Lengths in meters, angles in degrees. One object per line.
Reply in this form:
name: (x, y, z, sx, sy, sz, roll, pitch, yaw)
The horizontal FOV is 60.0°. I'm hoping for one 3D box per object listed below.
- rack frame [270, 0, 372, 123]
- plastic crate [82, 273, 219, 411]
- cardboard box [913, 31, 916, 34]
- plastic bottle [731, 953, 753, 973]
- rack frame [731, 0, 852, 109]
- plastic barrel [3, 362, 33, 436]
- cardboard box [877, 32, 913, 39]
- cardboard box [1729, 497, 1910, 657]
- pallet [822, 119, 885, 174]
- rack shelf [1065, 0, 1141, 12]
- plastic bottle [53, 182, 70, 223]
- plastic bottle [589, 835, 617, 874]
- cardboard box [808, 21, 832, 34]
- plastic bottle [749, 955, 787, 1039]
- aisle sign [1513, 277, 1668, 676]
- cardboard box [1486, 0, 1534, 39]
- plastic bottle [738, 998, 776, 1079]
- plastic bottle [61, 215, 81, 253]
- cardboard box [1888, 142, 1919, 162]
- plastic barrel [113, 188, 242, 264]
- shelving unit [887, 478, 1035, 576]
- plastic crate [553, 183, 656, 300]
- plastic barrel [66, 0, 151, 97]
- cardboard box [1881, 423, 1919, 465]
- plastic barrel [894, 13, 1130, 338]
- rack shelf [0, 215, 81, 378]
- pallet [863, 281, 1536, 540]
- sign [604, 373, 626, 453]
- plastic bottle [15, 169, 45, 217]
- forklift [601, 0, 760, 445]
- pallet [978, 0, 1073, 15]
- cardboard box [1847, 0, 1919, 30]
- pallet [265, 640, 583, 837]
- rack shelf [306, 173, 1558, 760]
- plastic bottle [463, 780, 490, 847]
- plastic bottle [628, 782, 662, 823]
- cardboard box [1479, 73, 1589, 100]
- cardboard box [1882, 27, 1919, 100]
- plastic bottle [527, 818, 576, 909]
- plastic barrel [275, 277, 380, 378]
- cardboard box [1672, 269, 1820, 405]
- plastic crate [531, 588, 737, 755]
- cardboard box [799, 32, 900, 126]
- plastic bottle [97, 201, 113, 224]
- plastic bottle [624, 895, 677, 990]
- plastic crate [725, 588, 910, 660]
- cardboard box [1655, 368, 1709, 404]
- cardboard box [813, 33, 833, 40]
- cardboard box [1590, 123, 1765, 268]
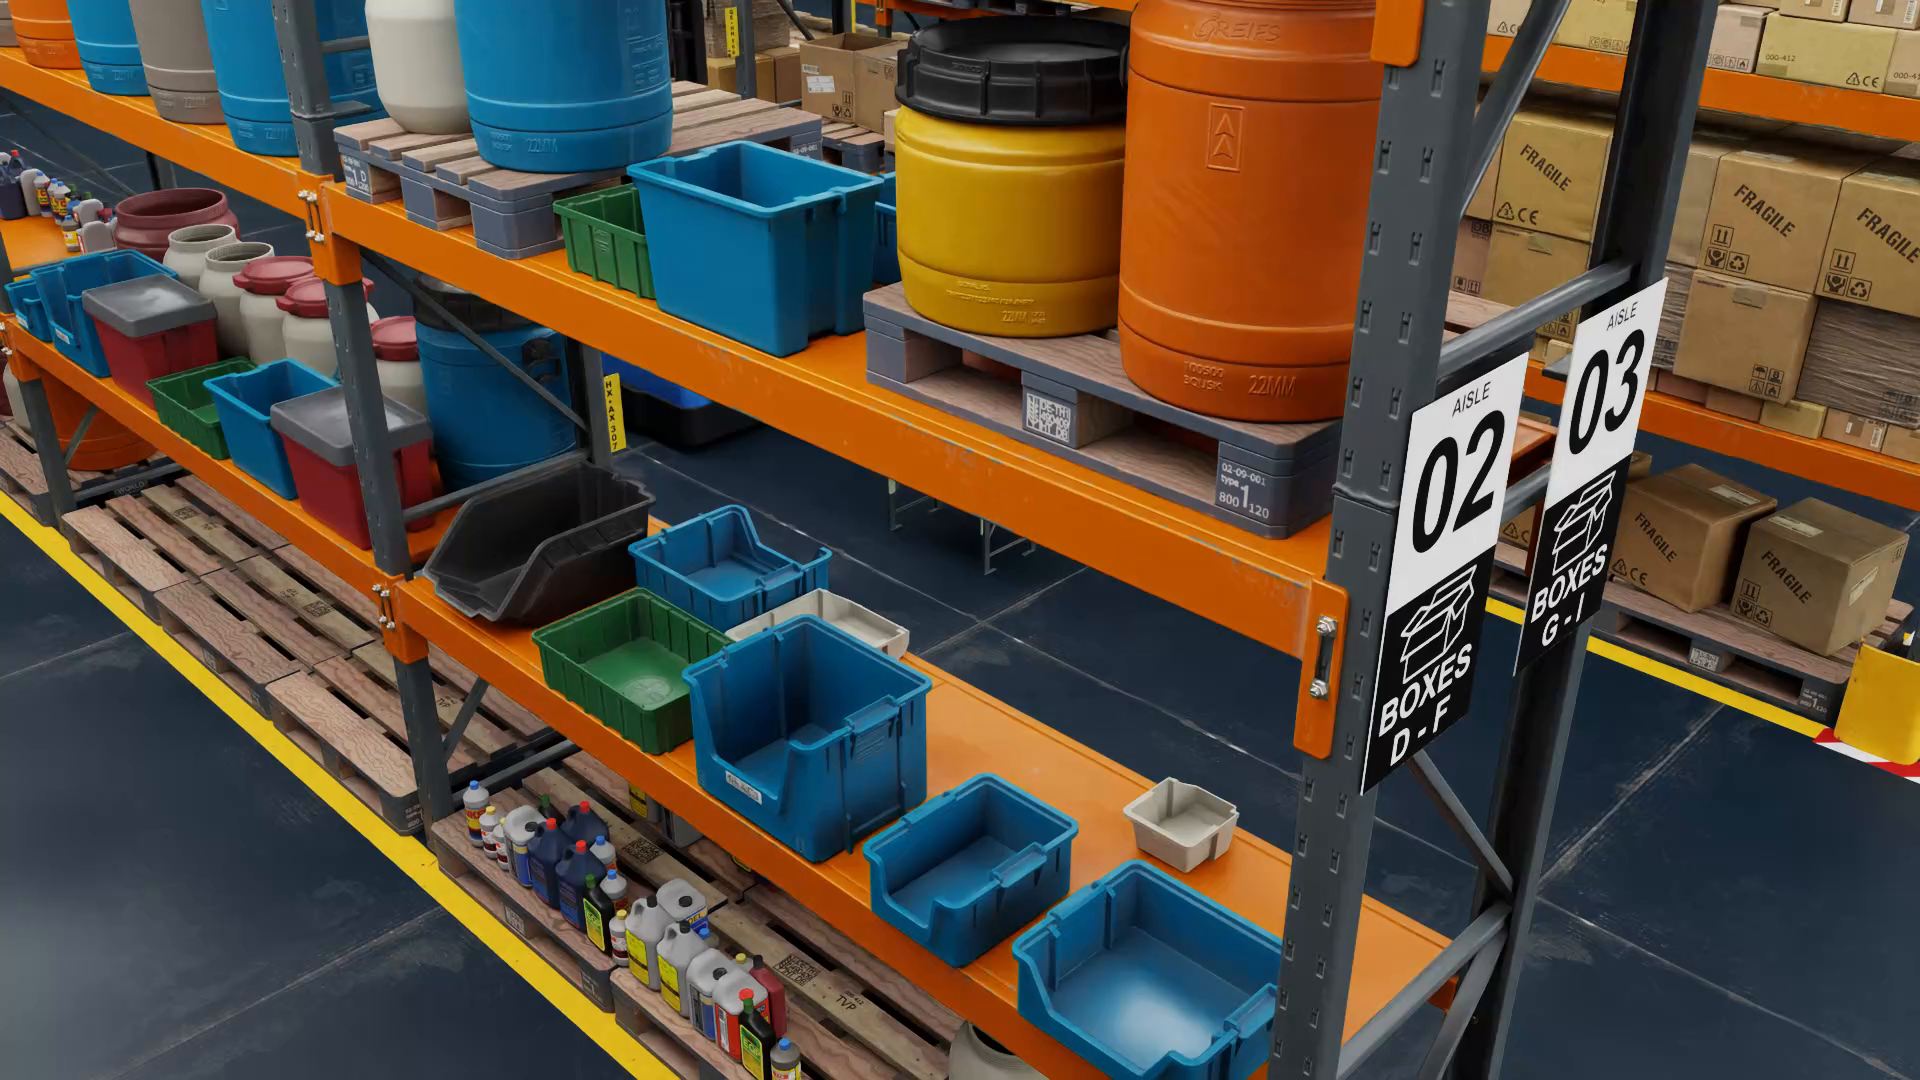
rack frame: (-1.795, -2.861, 5.022, 0.127, 3.000, 1.000, 25, 36, 38)
plastic crate: (-3.710, -0.910, 7.690, 0.583, 0.464, 0.402, 25, 36, 38)
cardboard box: (-0.136, -5.155, 17.260, 0.500, 0.250, 0.500, 23, 35, 36)
plastic bottle: (-0.745, 1.505, 5.698, 0.097, 0.201, 0.097, 0, 28, 0)
rack frame: (-1.175, -3.155, 12.026, 0.127, 3.000, 1.000, 25, 36, 38)
plastic barrel: (-5.474, -0.904, 9.968, 0.421, 0.512, 0.421, 0, 28, 0)
cardboard box: (-0.733, -5.551, 18.556, 0.380, 0.149, 0.250, -23, 36, -37)
cardboard box: (4.096, 0.167, 7.944, 0.500, 0.500, 0.500, -18, 33, -30)
pallet: (-0.592, -2.873, 11.696, 1.003, 0.211, 1.213, 25, 36, 38)
rack shelf: (0.251, -3.511, 10.255, 4.000, 0.370, 1.077, 25, 36, 38)
plastic bottle: (-5.382, -2.019, 10.005, 0.097, 0.271, 0.097, 0, 28, 0)
plastic bottle: (-1.322, 1.215, 6.174, 0.097, 0.271, 0.097, 0, 28, 0)
cardboard box: (-1.526, -5.866, 19.156, 0.250, 0.149, 0.380, 23, 35, 36)
plastic bottle: (-0.646, 1.526, 5.570, 0.133, 0.283, 0.061, 25, 36, 38)
aisle sign: (1.314, -0.125, 3.471, 0.004, 0.787, 0.394, 25, 36, 38)
cardboard box: (2.546, -2.542, 7.800, 0.500, 0.250, 0.500, 23, 35, 36)
plastic bottle: (-0.656, 1.621, 5.390, 0.061, 0.283, 0.133, -24, 36, -38)
plastic bottle: (-5.133, -1.775, 9.616, 0.097, 0.201, 0.097, 0, 28, 0)
cardboard box: (4.328, -1.433, 7.250, 0.500, 0.500, 0.500, 25, 36, 38)
plastic barrel: (-4.104, -1.520, 8.772, 0.708, 0.536, 0.600, 25, 36, 38)
shelving unit: (0.005, -0.662, 8.897, 0.755, 1.500, 0.431, 25, 36, 38)
plastic crate: (-0.861, -0.834, 4.619, 0.450, 0.188, 0.336, 25, 36, 38)
plastic barrel: (-3.243, -2.276, 6.594, 0.708, 0.901, 0.600, 25, 36, 38)
cardboard box: (4.182, -0.458, 7.167, 0.250, 0.149, 0.380, 25, 36, 38)
plastic barrel: (0.155, -0.827, 3.724, 0.600, 0.588, 0.600, 0, 28, 0)
rack shelf: (-6.074, -1.845, 10.309, 4.000, 0.370, 1.077, 25, 36, 38)
pallet: (0.536, -0.447, 3.857, 1.213, 0.211, 1.003, 25, 36, 38)
sign: (-1.402, -0.507, 6.694, 0.005, 0.325, 0.100, 25, 36, 38)
plastic bottle: (-5.718, -2.157, 10.262, 0.135, 0.276, 0.152, 25, 36, 38)
forklift: (-2.359, -2.461, 10.782, 3.031, 2.935, 1.130, 24, 36, 38)
pallet: (0.934, -5.315, 16.341, 1.213, 0.211, 1.003, 25, 36, 38)
cardboard box: (3.737, -2.146, 6.618, 0.250, 0.149, 0.380, 23, 35, 36)
pallet: (-2.382, 0.785, 7.530, 1.213, 0.211, 1.003, 25, 36, 38)
rack shelf: (-0.369, -0.562, 4.647, 4.000, 0.370, 1.077, 25, 36, 38)
plastic bottle: (-1.875, 1.057, 6.476, 0.097, 0.271, 0.097, 0, 28, 0)
plastic bottle: (-1.235, 0.934, 6.624, 0.185, 0.351, 0.144, 25, 36, 38)
cardboard box: (2.904, -2.086, 8.493, 0.500, 0.500, 0.500, 25, 36, 38)
cardboard box: (4.008, -1.879, 6.538, 0.500, 0.250, 0.500, -24, 36, -38)
plastic bottle: (-1.510, 1.173, 6.170, 0.144, 0.351, 0.185, -24, 36, -38)
plastic barrel: (-2.847, -0.890, 7.574, 0.433, 0.535, 0.433, 0, 28, 0)
cardboard box: (3.716, -1.032, 7.563, 0.500, 0.500, 0.875, 25, 36, 38)
plastic crate: (-1.025, 0.425, 5.447, 0.662, 0.188, 0.450, 25, 36, 38)
cardboard box: (-0.762, -3.222, 11.596, 0.500, 0.500, 0.500, 20, 33, 33)
plastic bottle: (-4.932, -1.830, 9.633, 0.133, 0.283, 0.061, 25, 36, 38)
plastic bottle: (-1.073, 1.373, 5.789, 0.185, 0.351, 0.144, 24, 36, 38)
plastic crate: (-0.460, 0.357, 5.632, 0.437, 0.136, 0.530, 25, 36, 38)
cardboard box: (3.473, -0.786, 7.791, 0.250, 0.149, 0.380, 25, 36, 38)
cardboard box: (-1.437, -5.550, 18.554, 0.380, 0.149, 0.250, -24, 36, -38)
cardboard box: (3.249, -1.585, 7.541, 0.500, 0.500, 0.500, 25, 36, 38)
